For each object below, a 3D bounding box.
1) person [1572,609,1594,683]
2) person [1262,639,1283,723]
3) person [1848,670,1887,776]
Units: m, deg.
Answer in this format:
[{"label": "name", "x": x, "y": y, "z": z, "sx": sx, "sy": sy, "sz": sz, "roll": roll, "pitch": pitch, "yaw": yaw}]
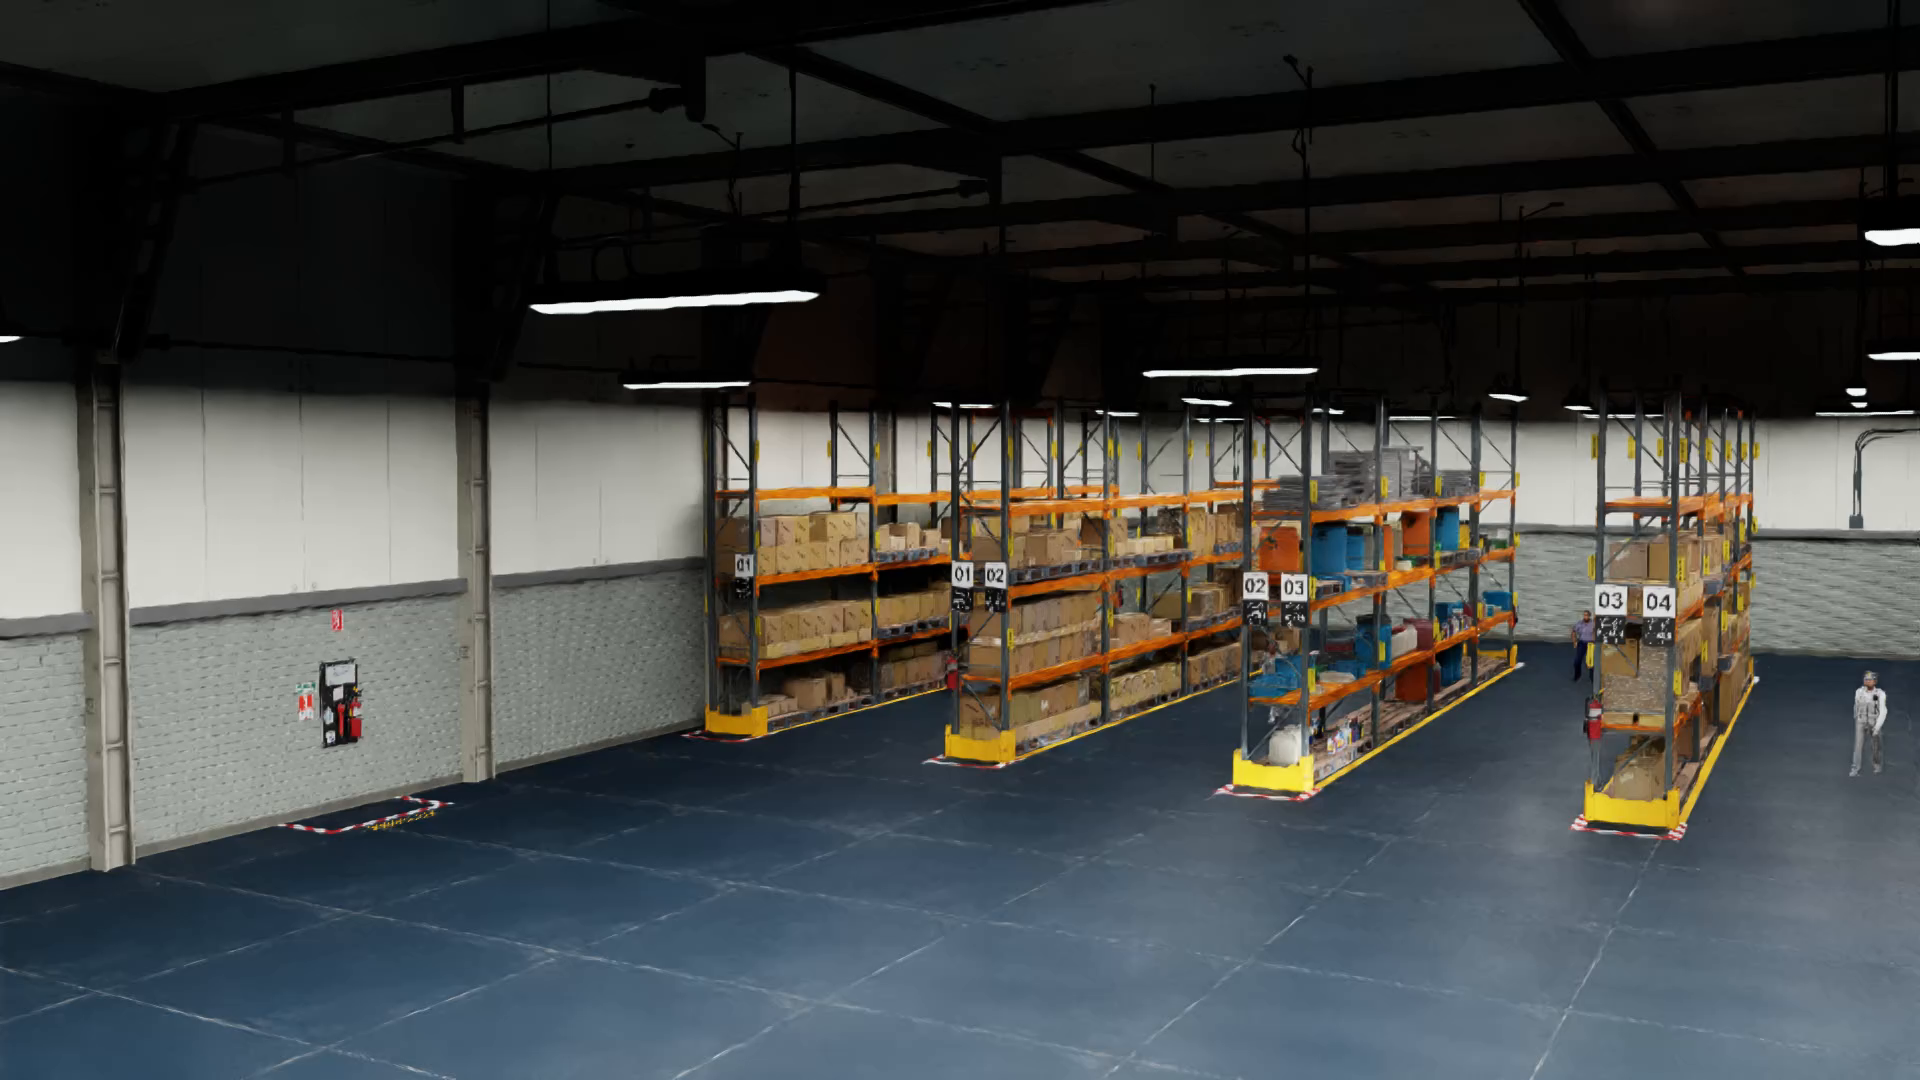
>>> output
[{"label": "person", "x": 13.505, "y": 2.277, "z": 35.837, "sx": 0.625, "sy": 1.596, "sz": 0.517, "roll": 2, "pitch": 3, "yaw": 27}, {"label": "person", "x": 5.762, "y": 2.574, "z": 30.626, "sx": 0.417, "sy": 1.517, "sz": 1.037, "roll": 2, "pitch": 4, "yaw": 31}, {"label": "person", "x": 13.944, "y": 2.798, "z": 25.485, "sx": 0.481, "sy": 1.616, "sz": 0.997, "roll": 2, "pitch": 4, "yaw": 37}]
